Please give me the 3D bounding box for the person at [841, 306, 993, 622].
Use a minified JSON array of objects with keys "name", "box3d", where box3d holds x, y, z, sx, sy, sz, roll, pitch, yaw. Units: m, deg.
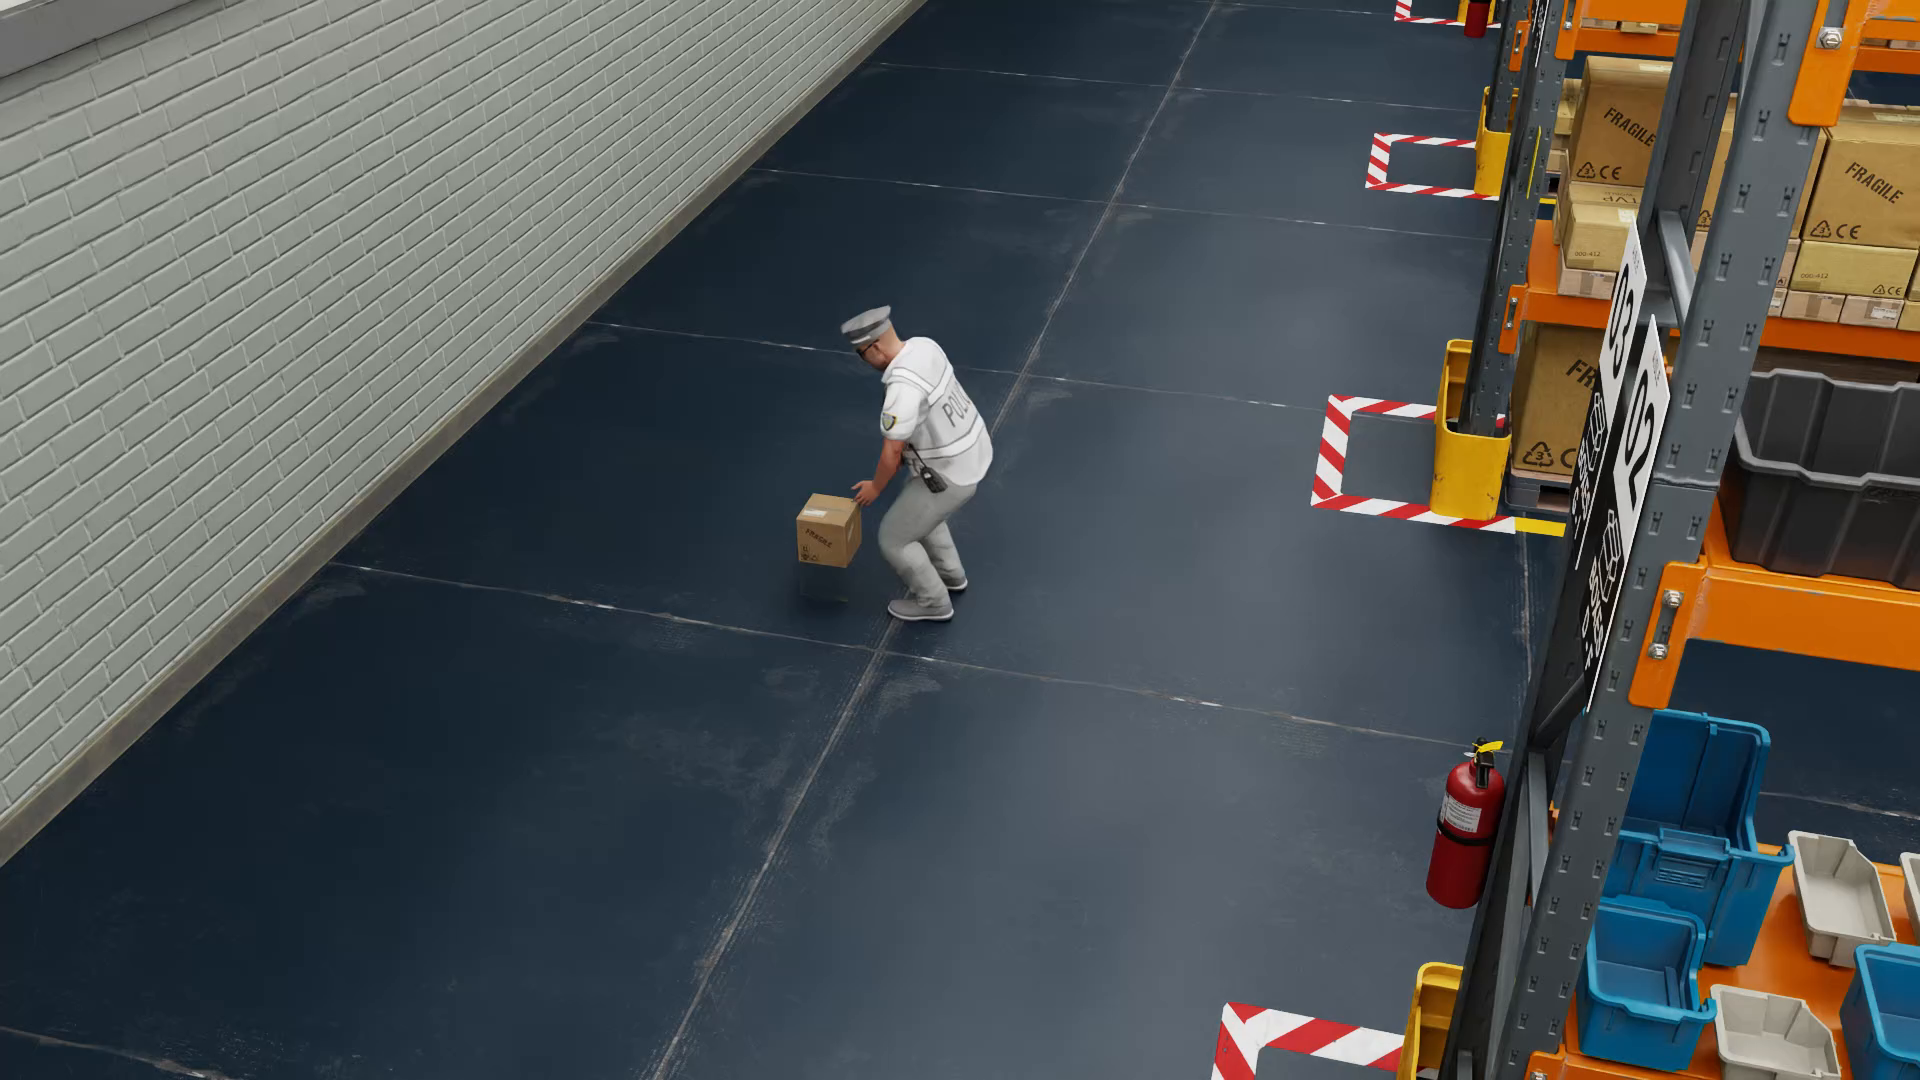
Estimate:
[{"name":"person","box3d":[-0.204,-0.347,7.853,0.682,1.572,0.584,8,34,13]}]
